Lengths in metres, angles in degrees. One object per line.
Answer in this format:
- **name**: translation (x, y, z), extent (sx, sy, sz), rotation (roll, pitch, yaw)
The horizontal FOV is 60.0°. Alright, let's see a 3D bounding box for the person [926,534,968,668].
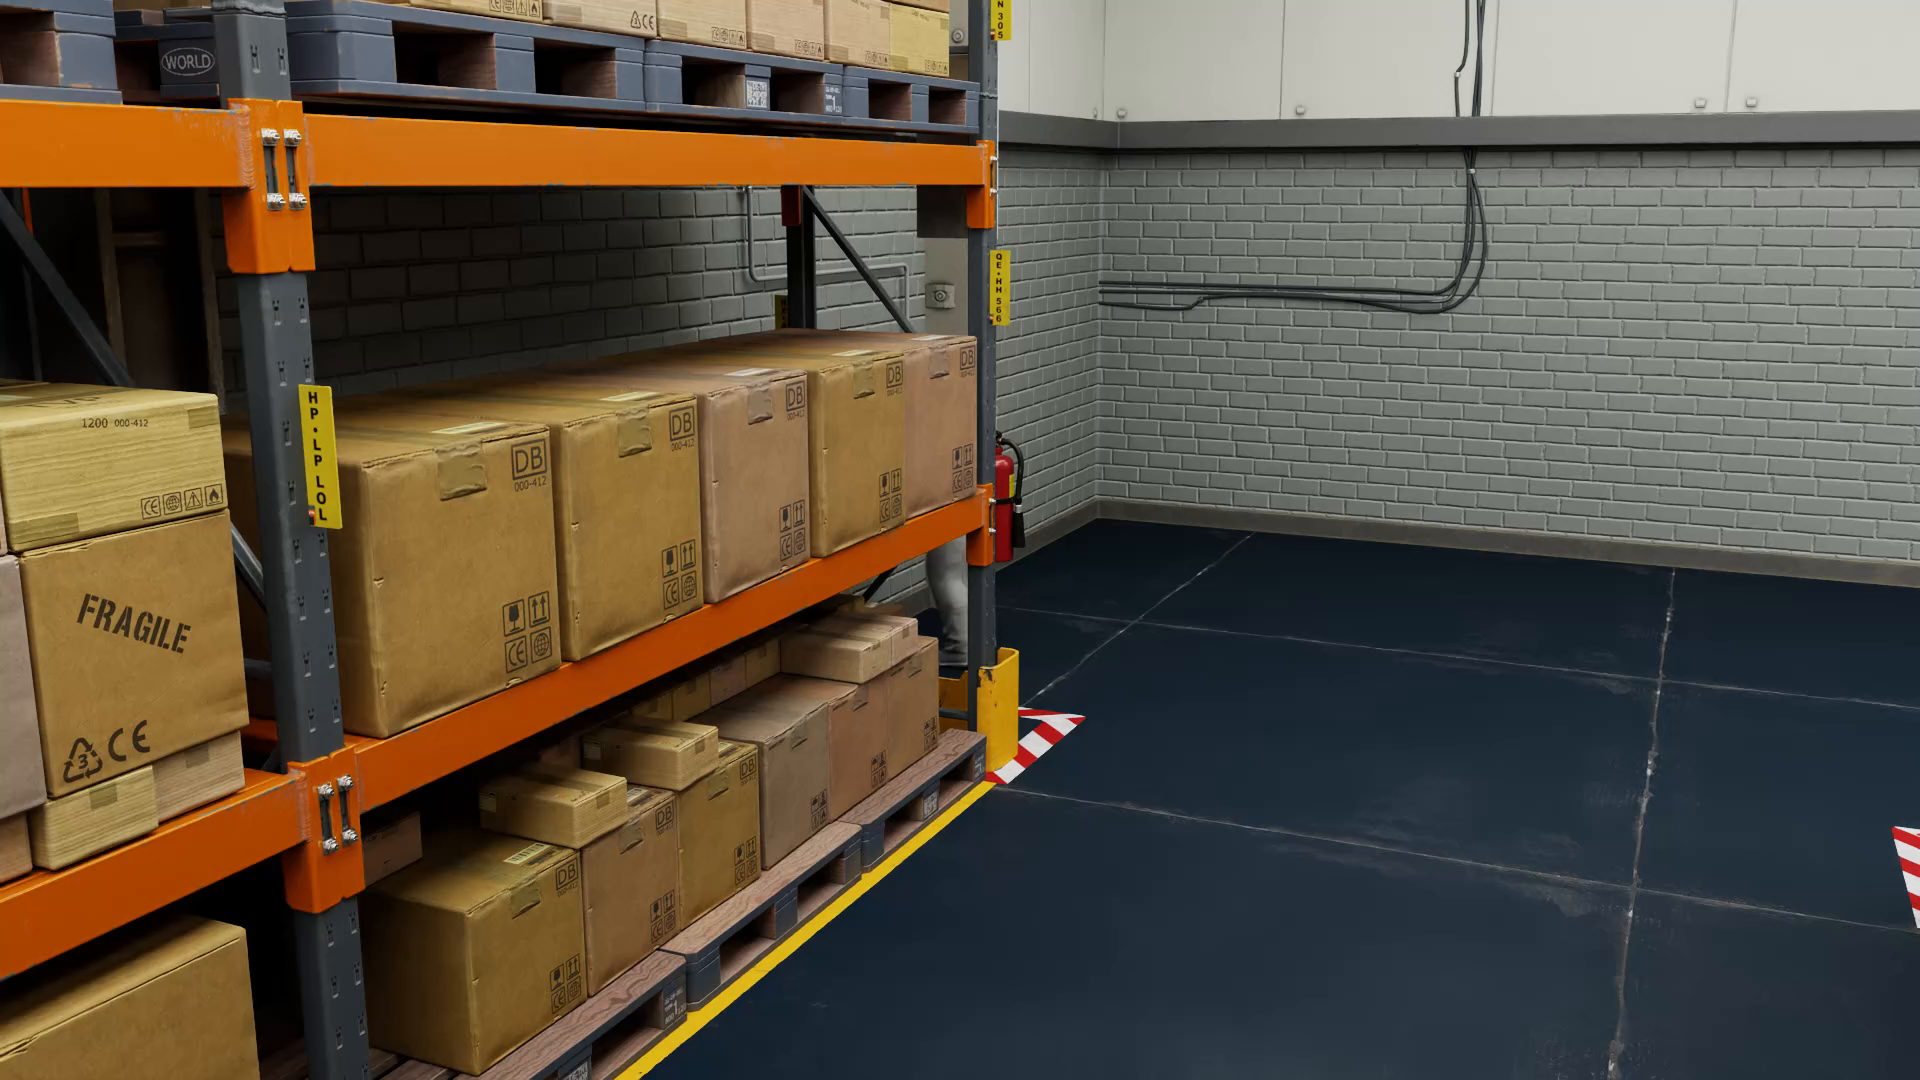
- **person**: translation (-0.028, -0.170, 9.256), extent (0.393, 1.751, 0.528), rotation (6, 13, 25)
